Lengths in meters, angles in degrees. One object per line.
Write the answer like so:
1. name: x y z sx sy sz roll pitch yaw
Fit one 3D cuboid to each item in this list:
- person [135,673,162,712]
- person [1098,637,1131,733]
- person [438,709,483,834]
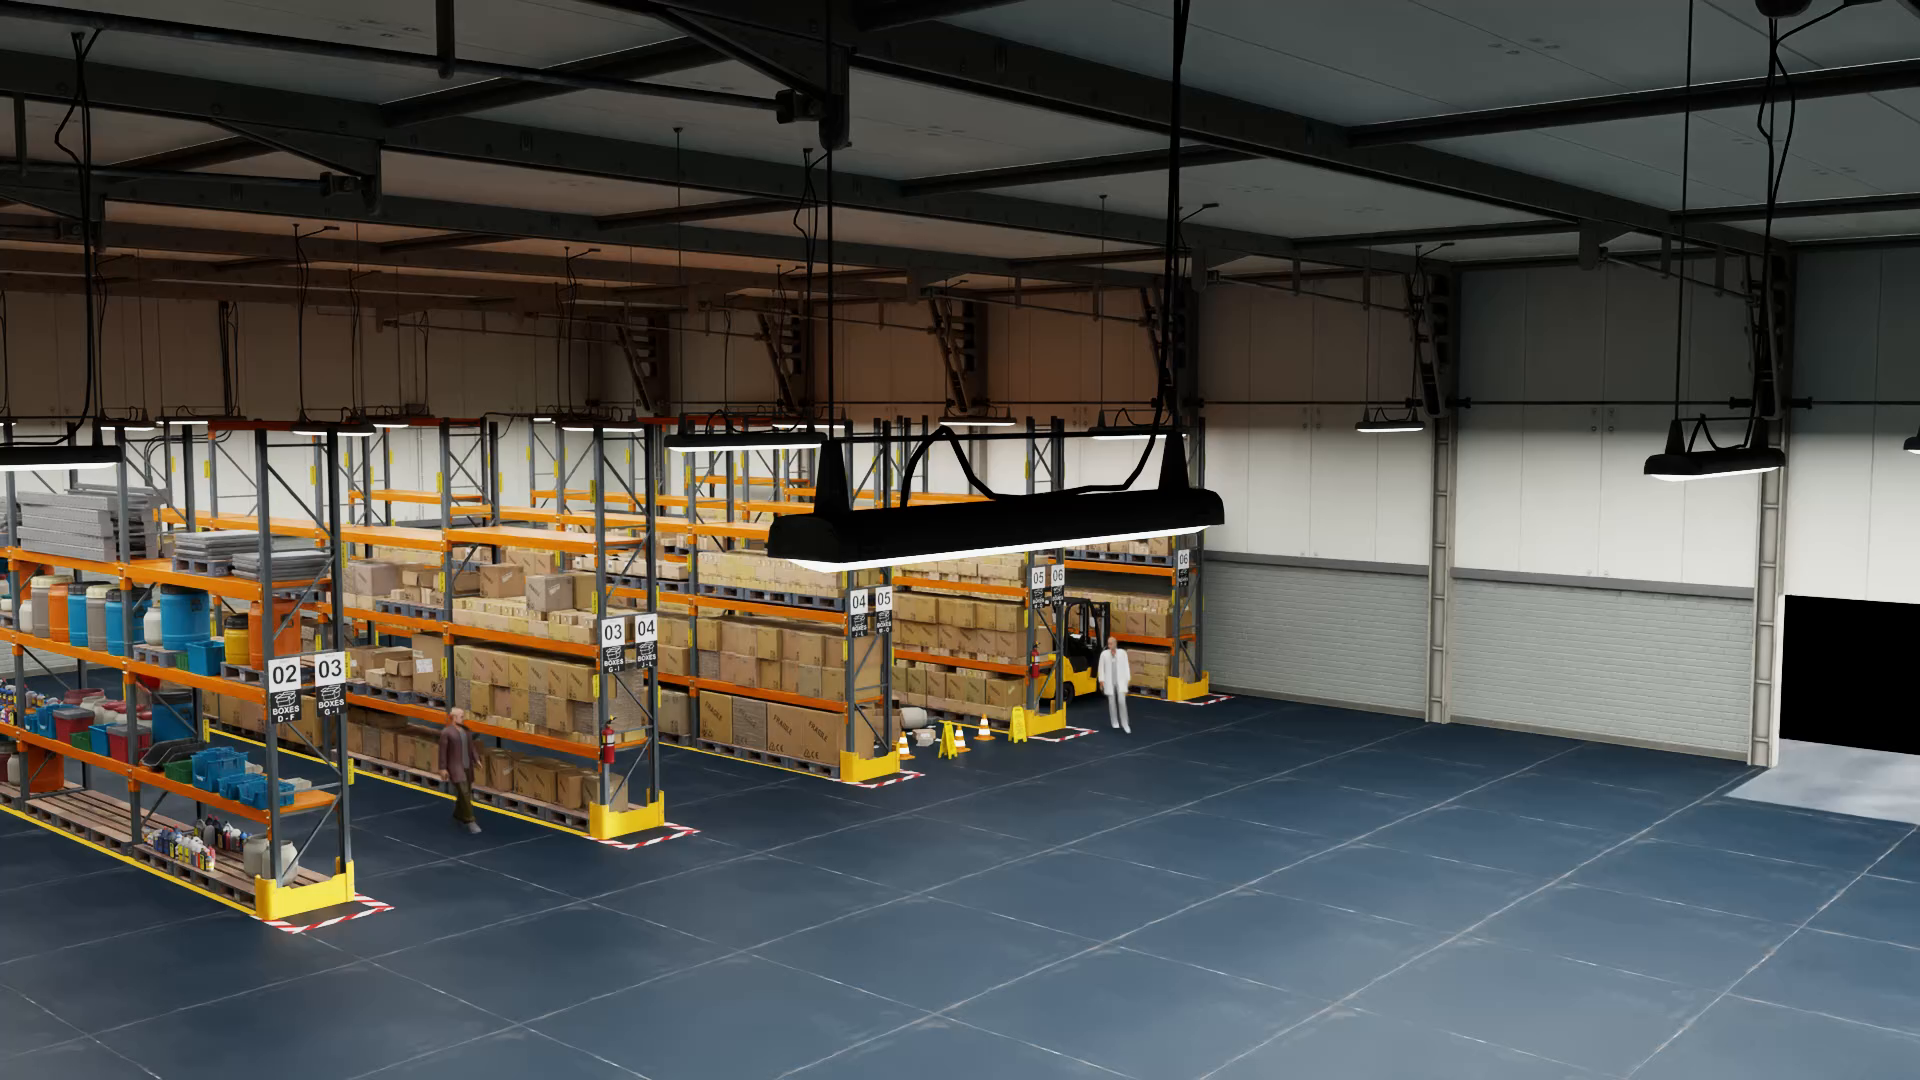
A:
1. person: -15.410 2.897 31.573 0.606 1.635 0.735 -4 6 -37
2. person: 2.995 2.790 32.108 0.678 1.826 0.621 1 5 11
3. person: -7.324 3.413 24.663 0.799 1.794 0.620 3 5 29
